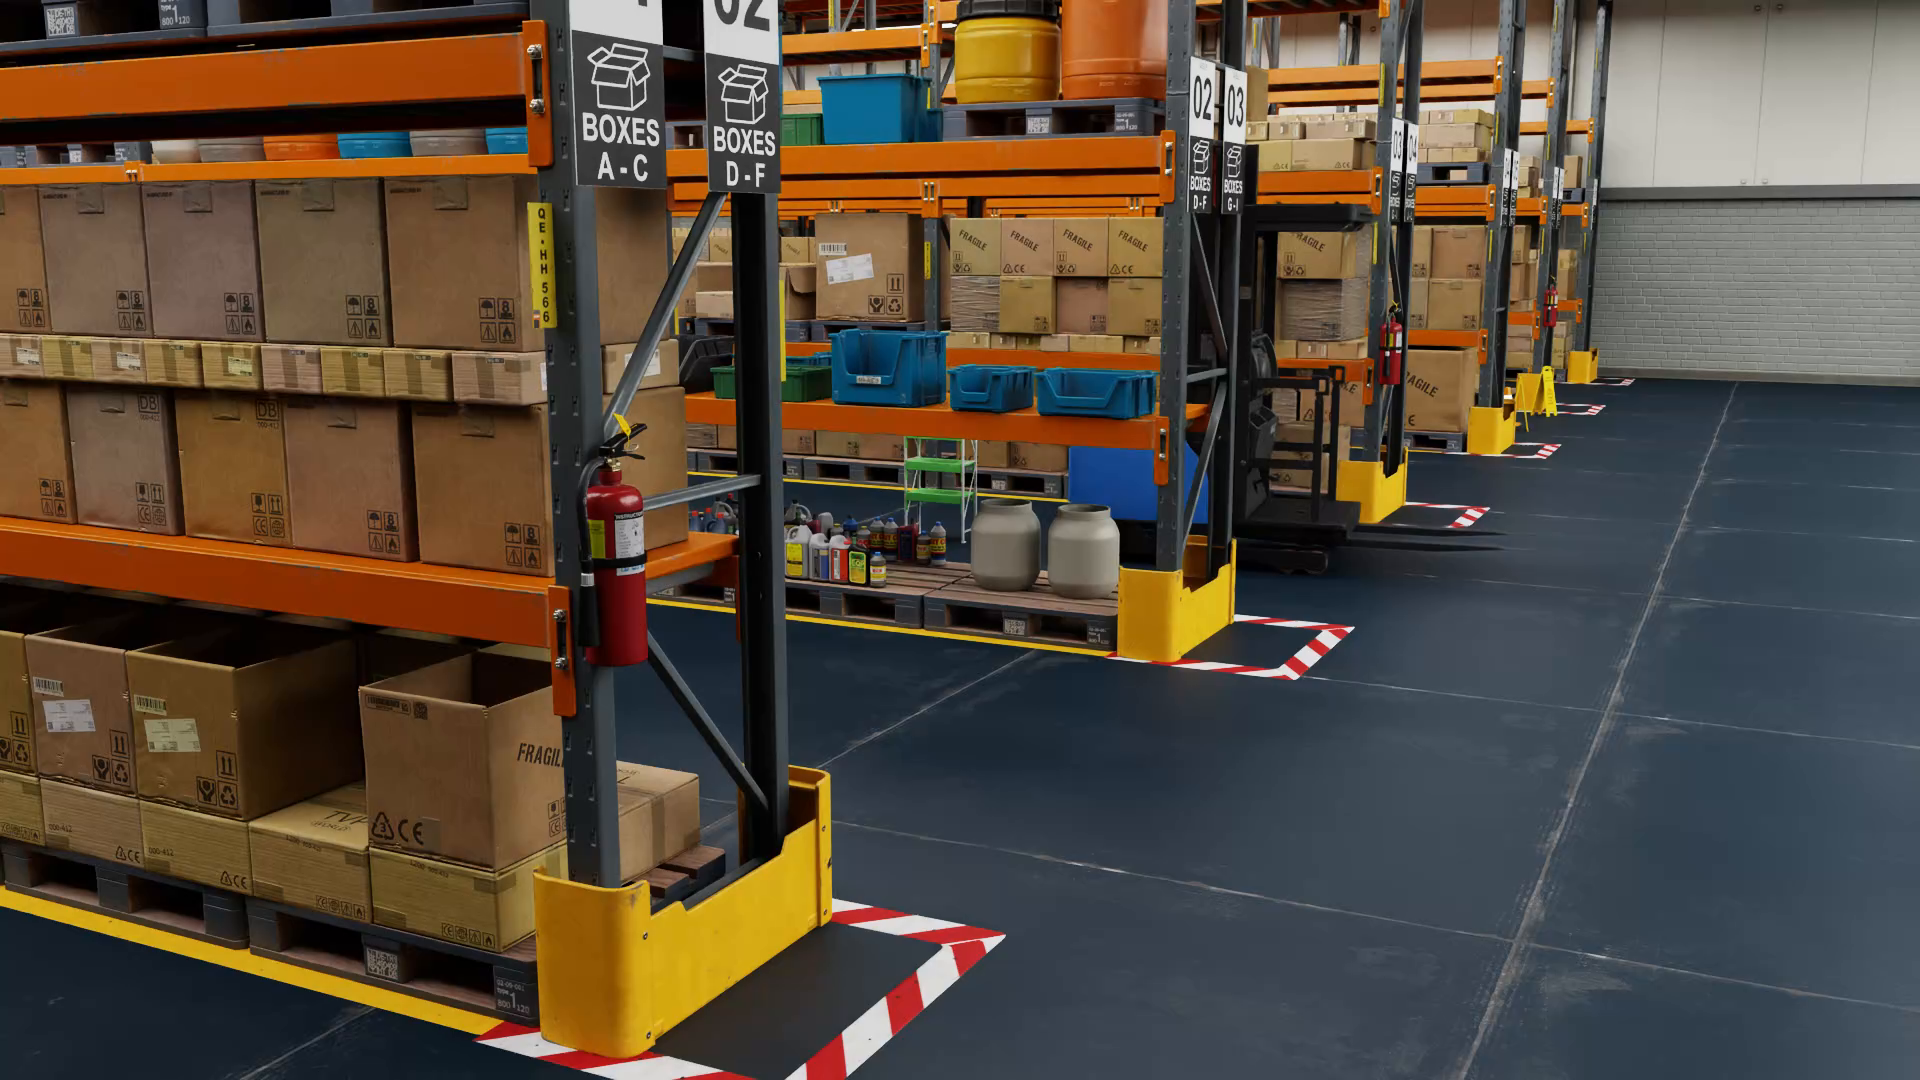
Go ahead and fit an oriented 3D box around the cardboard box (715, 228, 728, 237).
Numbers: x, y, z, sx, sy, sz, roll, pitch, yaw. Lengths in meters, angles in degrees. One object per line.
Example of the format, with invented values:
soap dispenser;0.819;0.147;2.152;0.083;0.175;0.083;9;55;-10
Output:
cardboard box;-3.896;-5.143;27.813;0.250;0.149;0.380;5;11;25

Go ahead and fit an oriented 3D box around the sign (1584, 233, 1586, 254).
sign;9.865;-4.681;26.253;0.005;0.325;0.100;5;11;26

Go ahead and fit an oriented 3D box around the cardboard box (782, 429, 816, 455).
cardboard box;-1.509;-1.142;16.402;0.500;0.500;0.700;4;11;21

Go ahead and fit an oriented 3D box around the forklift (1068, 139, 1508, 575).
forklift;2.339;-1.309;11.731;3.031;2.935;1.130;3;11;19

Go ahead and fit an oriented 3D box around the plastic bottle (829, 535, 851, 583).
plastic bottle;-0.706;0.112;10.103;0.135;0.276;0.152;5;11;26

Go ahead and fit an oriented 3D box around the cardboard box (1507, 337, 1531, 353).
cardboard box;9.098;-3.209;27.177;0.500;0.250;0.500;5;11;25

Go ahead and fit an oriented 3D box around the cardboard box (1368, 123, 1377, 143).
cardboard box;3.395;-3.361;13.758;0.250;0.149;0.380;5;11;25

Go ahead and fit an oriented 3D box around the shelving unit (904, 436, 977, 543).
shelving unit;-0.148;-0.603;12.695;0.503;1.200;0.258;5;11;26

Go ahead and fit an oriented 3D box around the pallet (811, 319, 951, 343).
pallet;-0.668;-2.008;15.943;1.213;0.211;1.003;5;11;26

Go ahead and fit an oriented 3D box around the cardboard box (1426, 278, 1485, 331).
cardboard box;5.473;-2.584;18.165;0.550;0.550;0.875;5;11;26

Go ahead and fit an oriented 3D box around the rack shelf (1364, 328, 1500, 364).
rack shelf;4.032;-2.292;18.991;4.000;0.370;1.077;5;11;26

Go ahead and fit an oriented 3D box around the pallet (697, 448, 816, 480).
pallet;-1.844;-0.804;16.581;1.213;0.211;1.003;5;11;26

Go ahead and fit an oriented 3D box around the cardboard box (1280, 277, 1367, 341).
cardboard box;3.059;-1.947;13.952;0.500;0.500;0.875;5;11;26

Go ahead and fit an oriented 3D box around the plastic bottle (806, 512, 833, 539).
plastic bottle;-0.928;-0.046;10.973;0.135;0.276;0.152;5;12;27

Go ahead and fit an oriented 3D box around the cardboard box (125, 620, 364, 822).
cardboard box;-2.362;0.584;5.517;0.500;0.500;0.500;5;11;26

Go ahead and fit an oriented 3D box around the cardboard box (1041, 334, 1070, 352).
cardboard box;0.902;-1.749;14.678;0.250;0.149;0.380;5;11;26

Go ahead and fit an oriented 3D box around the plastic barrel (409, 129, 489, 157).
plastic barrel;-3.377;-3.008;11.097;0.600;0.901;0.600;0;10;0

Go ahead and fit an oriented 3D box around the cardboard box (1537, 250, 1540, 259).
cardboard box;9.469;-4.604;26.807;0.250;0.149;0.380;5;11;26

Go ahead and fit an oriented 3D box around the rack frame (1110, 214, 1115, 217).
rack frame;2.944;-4.710;30.334;0.127;3.000;1.000;5;11;26

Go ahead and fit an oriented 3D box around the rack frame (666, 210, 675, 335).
rack frame;-2.239;-1.228;11.094;0.127;3.000;1.000;5;11;26

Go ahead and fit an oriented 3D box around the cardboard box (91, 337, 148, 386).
cardboard box;-2.665;-0.612;5.588;0.250;0.149;0.380;5;11;25

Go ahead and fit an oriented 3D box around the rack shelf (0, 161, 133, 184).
rack shelf;-7.619;-2.823;13.504;4.000;0.370;1.077;5;11;26

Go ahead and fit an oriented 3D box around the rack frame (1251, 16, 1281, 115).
rack frame;4.338;-6.554;23.676;0.127;3.000;1.000;5;11;26

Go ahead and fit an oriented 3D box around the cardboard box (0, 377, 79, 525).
cardboard box;-3.109;-0.372;6.083;0.500;0.500;0.700;5;11;27

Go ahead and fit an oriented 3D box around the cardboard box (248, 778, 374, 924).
cardboard box;-1.912;0.992;5.371;0.500;0.250;0.500;5;11;26

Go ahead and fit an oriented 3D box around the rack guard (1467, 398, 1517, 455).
rack guard;5.847;-1.256;18.269;0.348;0.500;1.175;5;11;26

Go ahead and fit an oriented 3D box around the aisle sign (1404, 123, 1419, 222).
aisle sign;3.728;-3.026;13.730;0.004;0.787;0.394;5;11;26

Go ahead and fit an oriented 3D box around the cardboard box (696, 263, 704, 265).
cardboard box;-3.383;-3.583;21.959;0.250;0.149;0.380;5;12;28

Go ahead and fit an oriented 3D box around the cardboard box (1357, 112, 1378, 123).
cardboard box;4.464;-4.541;17.984;0.250;0.149;0.380;5;11;26

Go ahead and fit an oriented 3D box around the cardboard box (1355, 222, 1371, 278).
cardboard box;3.167;-2.479;14.079;0.500;0.500;0.500;5;11;26

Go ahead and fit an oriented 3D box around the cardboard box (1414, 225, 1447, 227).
cardboard box;6.417;-4.045;22.732;0.500;0.500;0.700;5;11;25

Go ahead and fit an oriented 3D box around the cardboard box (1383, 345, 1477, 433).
cardboard box;5.188;-1.692;18.445;0.875;0.875;0.875;5;11;26

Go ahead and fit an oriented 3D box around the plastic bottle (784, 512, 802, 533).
plastic bottle;-1.094;-0.044;10.945;0.133;0.283;0.061;5;11;26

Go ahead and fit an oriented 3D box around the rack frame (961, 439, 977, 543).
rack frame;0.070;-0.584;12.589;0.015;1.200;0.240;5;11;26

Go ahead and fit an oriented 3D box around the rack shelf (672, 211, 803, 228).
rack shelf;-4.630;-5.512;28.361;4.000;0.370;1.077;5;11;26

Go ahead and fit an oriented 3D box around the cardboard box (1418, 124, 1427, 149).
cardboard box;4.815;-4.326;17.915;0.500;0.250;0.500;5;11;26

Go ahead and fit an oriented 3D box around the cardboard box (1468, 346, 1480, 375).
cardboard box;7.091;-2.531;22.728;0.500;0.500;0.500;5;11;26

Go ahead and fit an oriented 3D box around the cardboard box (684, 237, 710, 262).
cardboard box;-4.294;-4.847;27.999;0.500;0.500;0.500;5;11;27

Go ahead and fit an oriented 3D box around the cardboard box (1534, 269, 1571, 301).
cardboard box;9.560;-4.126;26.824;0.500;0.500;0.500;5;11;25

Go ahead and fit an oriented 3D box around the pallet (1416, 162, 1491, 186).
pallet;5.155;-3.978;18.111;1.213;0.211;1.003;5;11;26

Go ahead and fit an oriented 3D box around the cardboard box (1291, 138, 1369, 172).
cardboard box;2.995;-3.104;13.455;0.500;0.250;0.500;5;12;27

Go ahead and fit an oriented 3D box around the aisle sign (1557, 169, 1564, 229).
aisle sign;8.118;-4.611;22.484;0.004;0.787;0.394;5;11;26

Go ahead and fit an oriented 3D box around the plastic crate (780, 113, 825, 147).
plastic crate;-0.944;-2.432;9.919;0.450;0.188;0.336;5;11;26

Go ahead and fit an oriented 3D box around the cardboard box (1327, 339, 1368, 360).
cardboard box;3.193;-1.570;13.688;0.250;0.149;0.380;5;11;26

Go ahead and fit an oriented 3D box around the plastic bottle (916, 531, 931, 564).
plastic bottle;-0.232;0.047;10.672;0.097;0.201;0.097;0;10;0

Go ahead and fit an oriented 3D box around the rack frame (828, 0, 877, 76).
rack frame;-1.349;-6.071;21.005;0.127;3.000;1.000;5;11;26

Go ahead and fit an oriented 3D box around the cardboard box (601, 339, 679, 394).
cardboard box;-1.103;-0.556;5.278;0.250;0.149;0.380;5;11;25

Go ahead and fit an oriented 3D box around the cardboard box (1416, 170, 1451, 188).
cardboard box;6.429;-4.913;22.615;0.500;0.250;0.500;5;12;27

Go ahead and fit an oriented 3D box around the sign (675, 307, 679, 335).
sign;-1.985;-1.452;11.550;0.005;0.325;0.100;5;11;26

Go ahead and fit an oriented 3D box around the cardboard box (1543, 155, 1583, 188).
cardboard box;9.613;-5.857;26.506;0.500;0.500;0.500;5;12;28

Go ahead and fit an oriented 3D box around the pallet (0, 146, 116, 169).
pallet;-7.648;-3.107;13.581;1.213;0.211;1.003;5;11;26

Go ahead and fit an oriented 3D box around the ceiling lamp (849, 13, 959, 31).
ceiling lamp;-0.864;-10.433;28.717;2.000;3.185;0.800;5;11;26

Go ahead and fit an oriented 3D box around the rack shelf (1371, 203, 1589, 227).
rack shelf;8.324;-5.360;27.518;4.000;0.370;1.077;5;11;26

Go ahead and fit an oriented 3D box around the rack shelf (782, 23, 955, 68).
rack shelf;-1.841;-4.578;15.901;4.000;0.370;1.077;5;11;26
